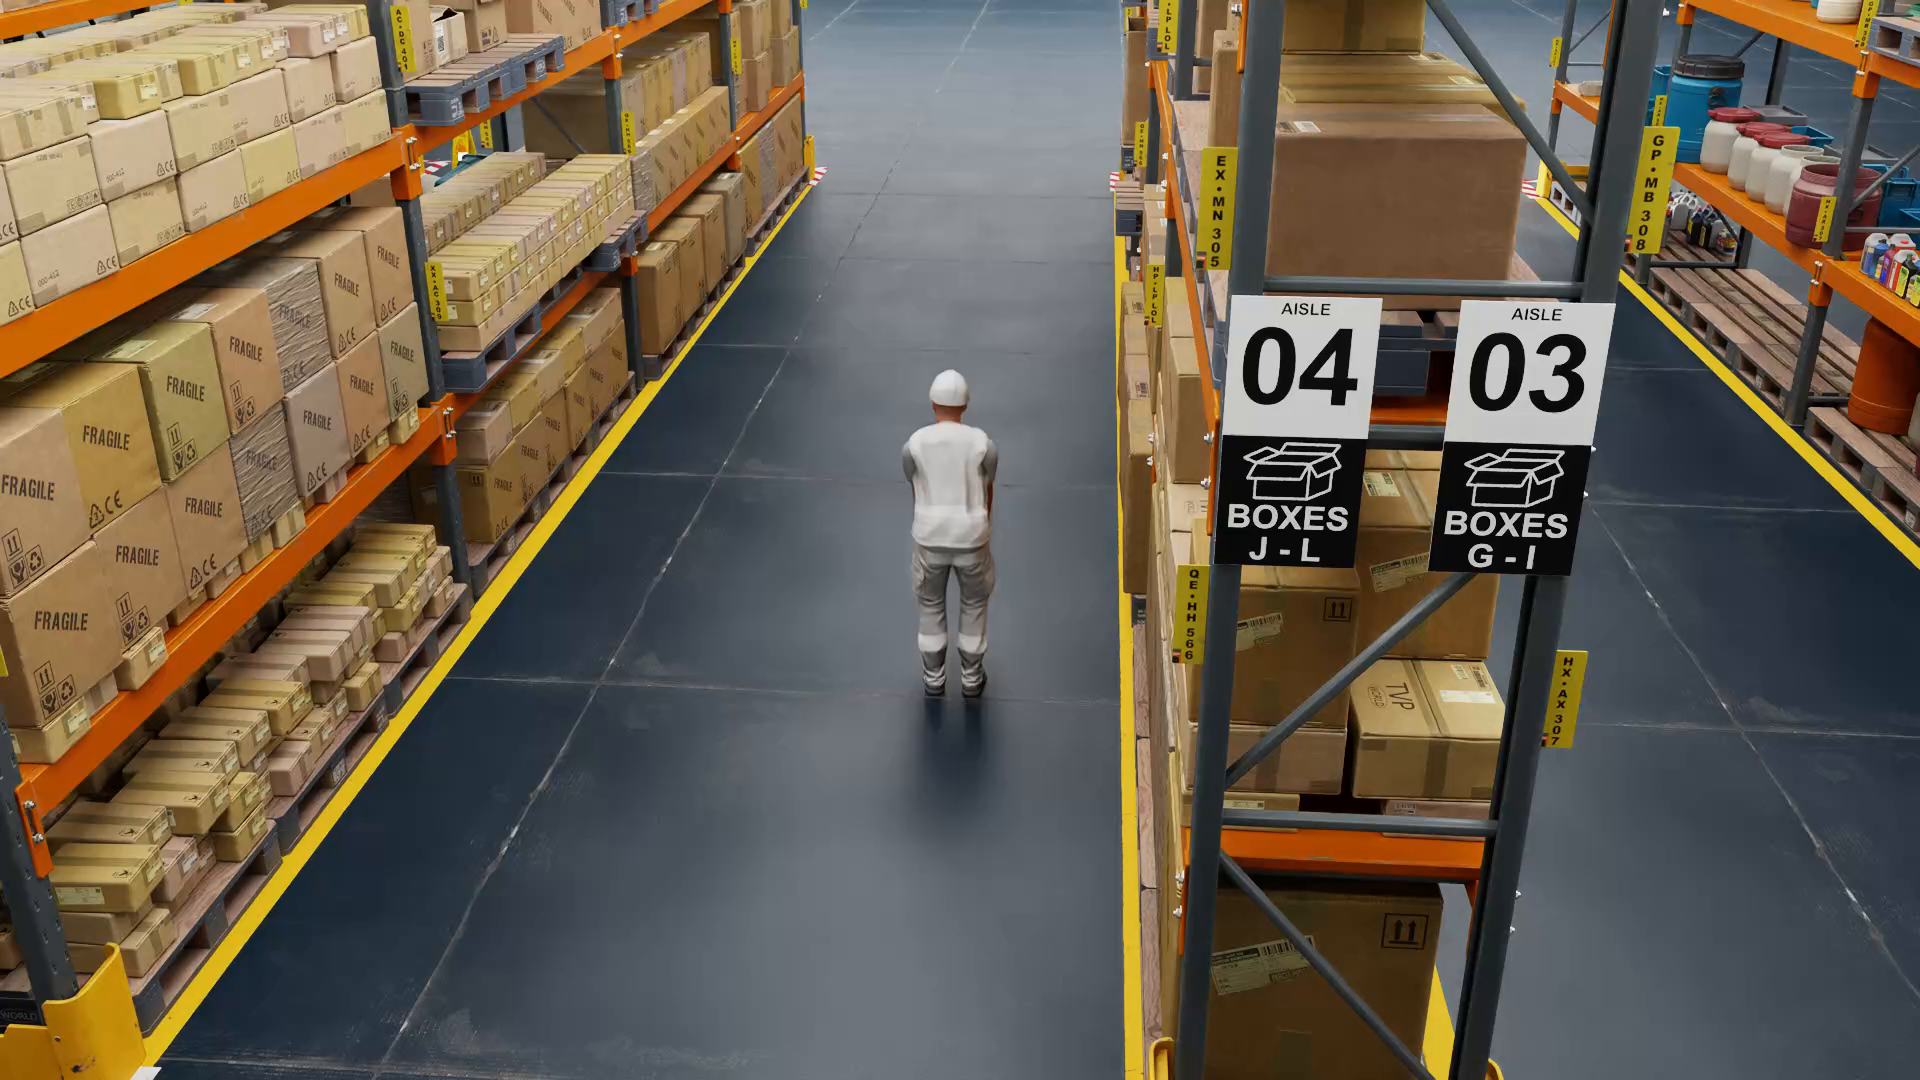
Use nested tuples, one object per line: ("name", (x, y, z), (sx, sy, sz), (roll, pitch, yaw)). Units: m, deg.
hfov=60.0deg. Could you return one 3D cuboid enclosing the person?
("person", (-0.049, -0.036, 8.672), (0.491, 1.773, 0.577), (1, 24, 3))
